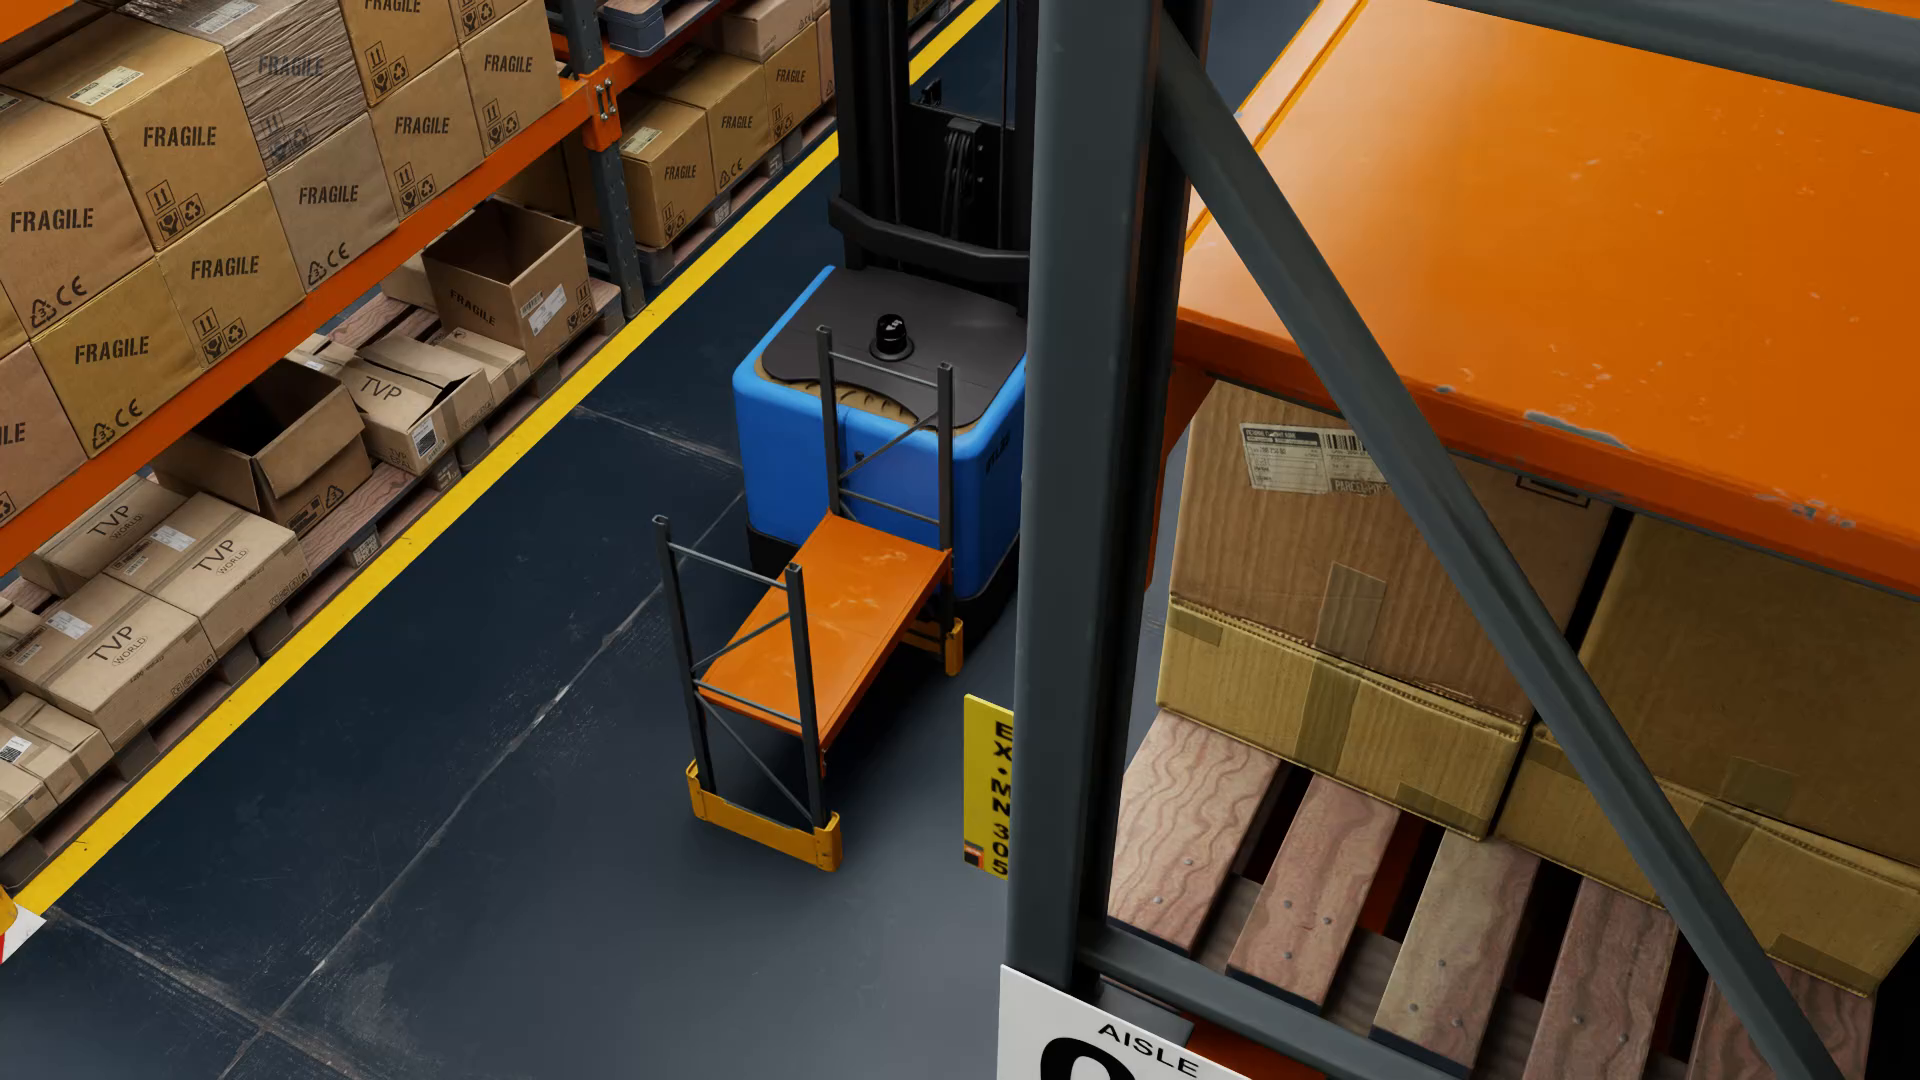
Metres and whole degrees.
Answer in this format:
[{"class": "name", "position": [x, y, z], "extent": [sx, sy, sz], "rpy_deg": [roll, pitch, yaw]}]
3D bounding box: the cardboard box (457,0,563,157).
[{"class": "cardboard box", "position": [-2.013, -1.961, 6.788], "extent": [0.500, 0.500, 0.500], "rpy_deg": [21, 49, 20]}]

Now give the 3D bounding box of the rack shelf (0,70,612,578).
[{"class": "rack shelf", "position": [-2.937, -0.812, 6.230], "extent": [1.077, 0.370, 4.000], "rpy_deg": [20, 49, 19]}]

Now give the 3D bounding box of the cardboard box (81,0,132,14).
[{"class": "cardboard box", "position": [-2.955, -1.859, 5.985], "extent": [0.500, 0.500, 0.500], "rpy_deg": [19, 48, 18]}]

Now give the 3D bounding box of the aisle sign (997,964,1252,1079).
[{"class": "aisle sign", "position": [0.225, 0.860, 2.243], "extent": [0.394, 0.787, 0.004], "rpy_deg": [20, 49, 19]}]

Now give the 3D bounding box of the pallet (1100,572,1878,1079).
[{"class": "pallet", "position": [0.859, 0.334, 2.544], "extent": [1.003, 0.211, 1.213], "rpy_deg": [20, 49, 19]}]

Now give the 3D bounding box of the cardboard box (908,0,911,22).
[{"class": "cardboard box", "position": [-0.618, -3.128, 9.461], "extent": [0.500, 0.500, 0.500], "rpy_deg": [19, 48, 18]}]

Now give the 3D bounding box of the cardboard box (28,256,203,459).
[{"class": "cardboard box", "position": [-2.956, -0.675, 5.518], "extent": [0.500, 0.500, 0.500], "rpy_deg": [20, 49, 19]}]

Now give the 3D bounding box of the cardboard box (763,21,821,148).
[{"class": "cardboard box", "position": [-1.092, -2.477, 8.818], "extent": [0.500, 0.500, 0.500], "rpy_deg": [21, 49, 20]}]

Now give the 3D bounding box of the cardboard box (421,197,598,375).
[{"class": "cardboard box", "position": [-2.022, -1.149, 7.504], "extent": [0.500, 0.500, 0.500], "rpy_deg": [20, 49, 19]}]

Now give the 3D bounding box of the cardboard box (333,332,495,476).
[{"class": "cardboard box", "position": [-2.370, -0.610, 7.105], "extent": [0.500, 0.311, 0.500], "rpy_deg": [20, 49, 19]}]

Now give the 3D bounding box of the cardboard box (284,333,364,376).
[{"class": "cardboard box", "position": [-2.788, -0.743, 7.338], "extent": [0.380, 0.166, 0.250], "rpy_deg": [20, 49, 19]}]

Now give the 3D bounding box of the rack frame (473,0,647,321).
[{"class": "rack frame", "position": [-2.009, -2.325, 7.219], "extent": [1.000, 3.000, 0.127], "rpy_deg": [20, 49, 19]}]

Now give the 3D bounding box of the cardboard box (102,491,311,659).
[{"class": "cardboard box", "position": [-2.898, 0.128, 6.419], "extent": [0.500, 0.250, 0.500], "rpy_deg": [20, 49, 19]}]

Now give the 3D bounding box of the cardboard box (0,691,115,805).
[{"class": "cardboard box", "position": [-3.251, 0.728, 5.884], "extent": [0.380, 0.166, 0.250], "rpy_deg": [20, 49, 19]}]

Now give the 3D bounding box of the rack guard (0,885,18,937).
[{"class": "rack guard", "position": [-3.830, 1.026, 5.665], "extent": [1.175, 0.500, 0.348], "rpy_deg": [20, 49, 19]}]

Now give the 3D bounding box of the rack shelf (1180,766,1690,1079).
[{"class": "rack shelf", "position": [1.452, -0.234, 3.549], "extent": [1.077, 0.370, 4.000], "rpy_deg": [20, 49, 19]}]

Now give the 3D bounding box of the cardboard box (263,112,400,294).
[{"class": "cardboard box", "position": [-2.488, -1.311, 6.146], "extent": [0.500, 0.500, 0.500], "rpy_deg": [22, 49, 20]}]

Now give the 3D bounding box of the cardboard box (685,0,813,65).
[{"class": "cardboard box", "position": [-1.104, -2.719, 8.529], "extent": [0.500, 0.250, 0.500], "rpy_deg": [21, 49, 19]}]

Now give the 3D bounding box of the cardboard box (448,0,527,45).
[{"class": "cardboard box", "position": [-2.014, -2.308, 6.428], "extent": [0.500, 0.500, 0.500], "rpy_deg": [21, 49, 19]}]

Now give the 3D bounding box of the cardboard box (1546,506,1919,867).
[{"class": "cardboard box", "position": [1.077, 0.000, 2.025], "extent": [0.500, 0.500, 0.500], "rpy_deg": [19, 48, 18]}]

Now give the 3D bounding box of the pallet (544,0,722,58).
[{"class": "pallet", "position": [-1.541, -2.725, 7.749], "extent": [1.003, 0.211, 1.213], "rpy_deg": [20, 49, 19]}]

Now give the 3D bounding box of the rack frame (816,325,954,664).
[{"class": "rack frame", "position": [-0.256, -0.118, 6.092], "extent": [0.500, 1.500, 0.032], "rpy_deg": [19, 48, 18]}]

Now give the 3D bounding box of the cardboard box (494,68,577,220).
[{"class": "cardboard box", "position": [-2.033, -2.007, 8.352], "extent": [0.500, 0.500, 0.500], "rpy_deg": [20, 49, 19]}]

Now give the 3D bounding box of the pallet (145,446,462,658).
[{"class": "pallet", "position": [-2.893, -0.141, 7.021], "extent": [1.003, 0.211, 1.213], "rpy_deg": [20, 49, 19]}]

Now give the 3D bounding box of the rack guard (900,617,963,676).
[{"class": "rack guard", "position": [-0.264, 0.334, 6.524], "extent": [0.587, 0.250, 0.087], "rpy_deg": [19, 48, 18]}]

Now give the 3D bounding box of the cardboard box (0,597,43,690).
[{"class": "cardboard box", "position": [-3.563, 0.387, 6.221], "extent": [0.380, 0.166, 0.250], "rpy_deg": [20, 49, 19]}]

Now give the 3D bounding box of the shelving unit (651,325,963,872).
[{"class": "shelving unit", "position": [-0.478, 0.215, 5.763], "extent": [0.587, 1.500, 1.083], "rpy_deg": [19, 48, 18]}]

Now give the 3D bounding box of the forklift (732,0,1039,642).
[{"class": "forklift", "position": [0.216, -1.687, 6.637], "extent": [1.130, 2.935, 3.031], "rpy_deg": [18, 48, 17]}]

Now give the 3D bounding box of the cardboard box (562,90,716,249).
[{"class": "cardboard box", "position": [-1.568, -1.825, 8.173], "extent": [0.500, 0.500, 0.500], "rpy_deg": [18, 48, 17]}]

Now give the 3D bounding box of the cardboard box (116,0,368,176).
[{"class": "cardboard box", "position": [-2.484, -1.667, 5.795], "extent": [0.500, 0.500, 0.500], "rpy_deg": [21, 49, 19]}]

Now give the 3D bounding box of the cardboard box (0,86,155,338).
[{"class": "cardboard box", "position": [-2.953, -1.030, 5.165], "extent": [0.500, 0.500, 0.500], "rpy_deg": [21, 49, 20]}]

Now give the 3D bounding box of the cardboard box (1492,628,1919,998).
[{"class": "cardboard box", "position": [1.080, 0.265, 2.290], "extent": [0.500, 0.250, 0.500], "rpy_deg": [23, 50, 21]}]

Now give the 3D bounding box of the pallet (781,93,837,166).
[{"class": "pallet", "position": [-1.099, -2.641, 9.492], "extent": [1.003, 0.211, 1.213], "rpy_deg": [20, 49, 19]}]
